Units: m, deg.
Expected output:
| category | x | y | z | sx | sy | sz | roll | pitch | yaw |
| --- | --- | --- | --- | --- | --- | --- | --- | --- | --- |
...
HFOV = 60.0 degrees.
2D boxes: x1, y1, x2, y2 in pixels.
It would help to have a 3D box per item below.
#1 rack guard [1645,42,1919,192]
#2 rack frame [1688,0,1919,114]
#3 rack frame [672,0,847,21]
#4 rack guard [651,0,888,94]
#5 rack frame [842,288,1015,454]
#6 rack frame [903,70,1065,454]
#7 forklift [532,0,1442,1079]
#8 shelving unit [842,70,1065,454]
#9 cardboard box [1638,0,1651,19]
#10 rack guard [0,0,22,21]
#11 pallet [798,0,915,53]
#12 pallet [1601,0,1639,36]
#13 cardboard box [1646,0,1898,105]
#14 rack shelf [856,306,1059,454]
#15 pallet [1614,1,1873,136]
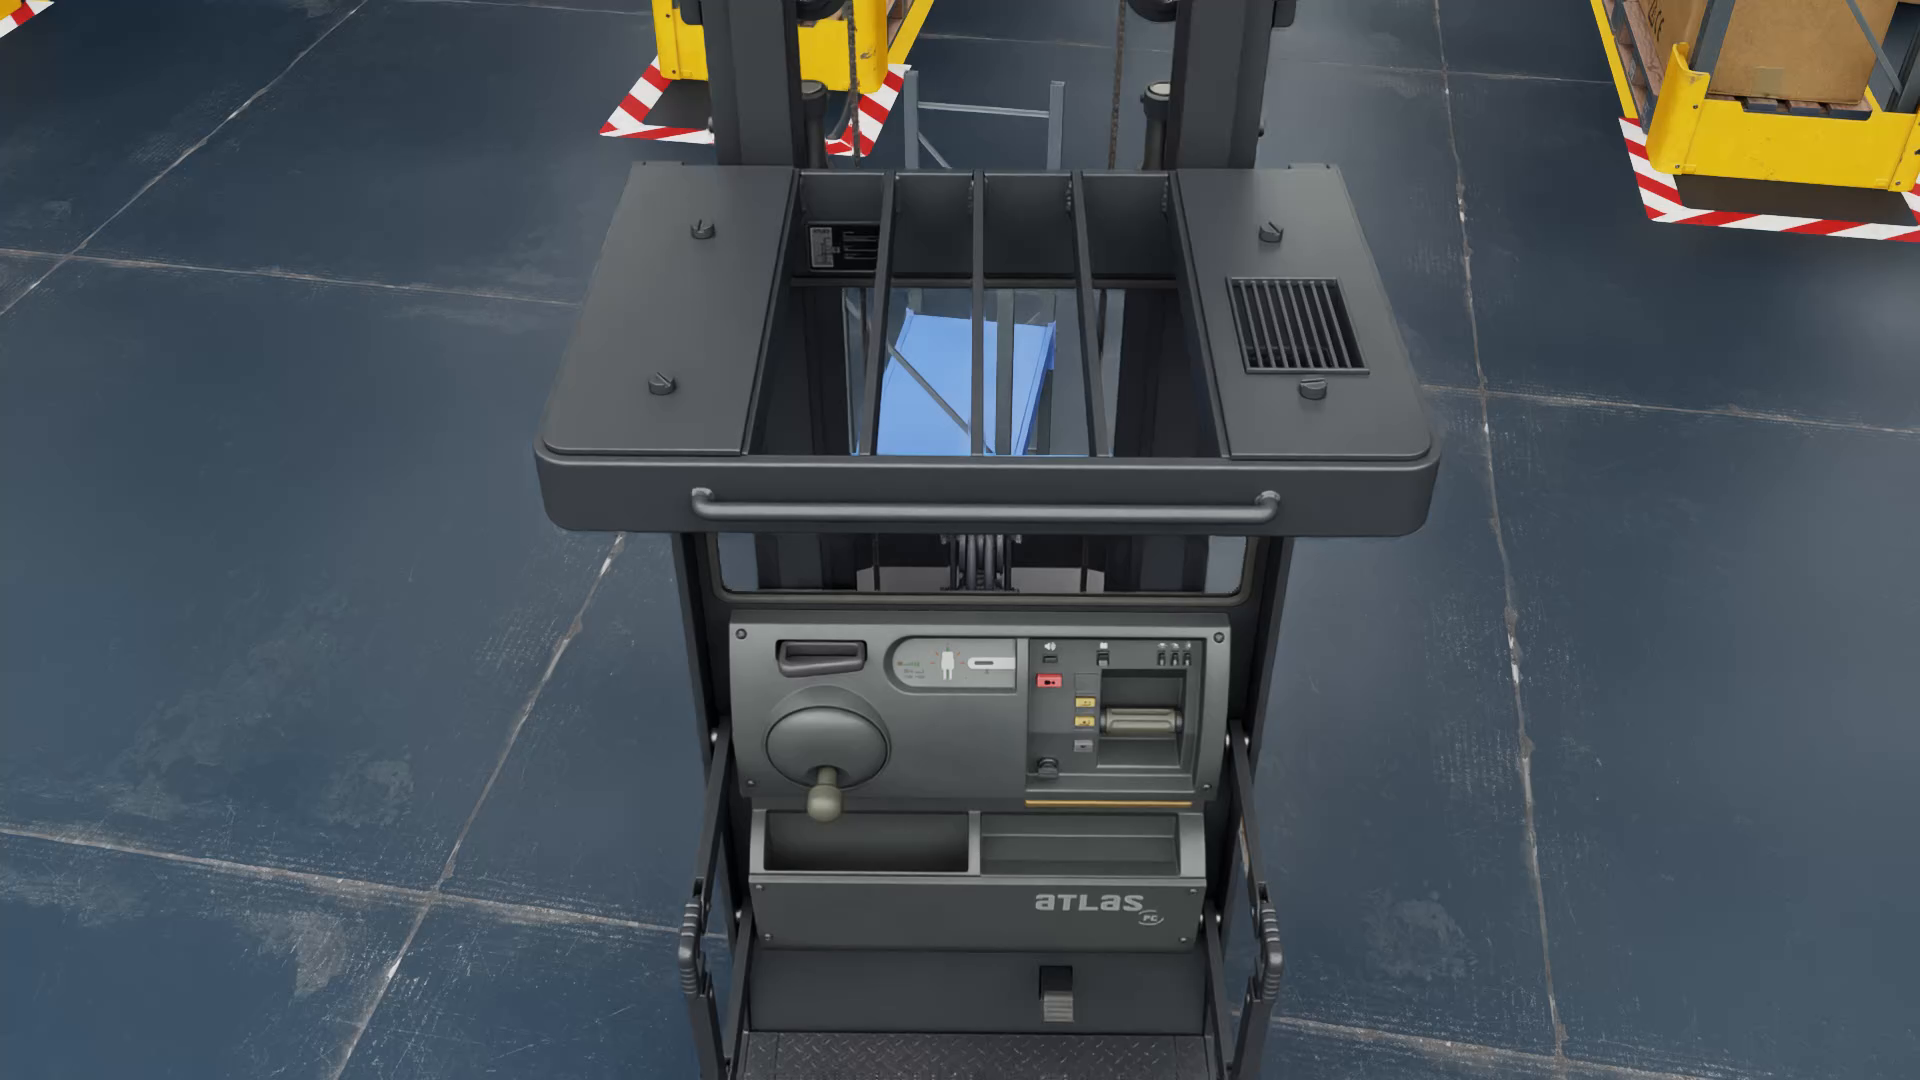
| category | x | y | z | sx | sy | sz | roll | pitch | yaw |
| --- | --- | --- | --- | --- | --- | --- | --- | --- | --- |
| rack guard | 3.878 | -1.970 | 7.741 | 1.175 | 0.500 | 0.348 | 6 | 40 | 8 |
| rack frame | 3.882 | -2.949 | 6.962 | 1.000 | 3.000 | 0.127 | 6 | 40 | 8 |
| rack frame | -0.985 | -3.559 | 7.701 | 1.000 | 3.000 | 0.127 | 6 | 40 | 8 |
| rack guard | -0.972 | -2.643 | 8.555 | 1.175 | 0.500 | 0.348 | 6 | 40 | 8 |
| rack frame | -0.103 | -0.205 | 4.821 | 0.500 | 1.500 | 0.032 | 6 | 40 | 8 |
| rack frame | 0.073 | -0.844 | 5.593 | 0.500 | 1.500 | 0.032 | 6 | 40 | 8 |
| forklift | 0.036 | 0.408 | 2.956 | 1.130 | 2.935 | 3.031 | 0 | 40 | 0 |
| shelving unit | -0.015 | -0.524 | 5.207 | 0.538 | 1.500 | 1.048 | 6 | 40 | 8 |
| cardboard box | 4.085 | -3.277 | 8.697 | 0.875 | 0.875 | 0.875 | 6 | 40 | 7 |
| rack guard | -5.897 | -3.195 | 9.222 | 1.175 | 0.500 | 0.348 | 6 | 40 | 8 |
| pallet | -0.797 | -3.038 | 9.259 | 1.003 | 0.211 | 1.213 | 6 | 40 | 8 |
| pallet | 4.157 | -3.148 | 9.392 | 1.003 | 0.211 | 1.213 | 6 | 40 | 8 |
| cardboard box | 3.934 | -2.725 | 8.029 | 0.875 | 0.875 | 0.875 | 7 | 40 | 8 |
| rack shelf | -0.015 | -0.386 | 5.322 | 0.538 | 0.185 | 1.000 | 6 | 40 | 8 |
| pallet | 3.944 | -2.384 | 8.468 | 1.003 | 0.211 | 1.213 | 6 | 40 | 8 |
